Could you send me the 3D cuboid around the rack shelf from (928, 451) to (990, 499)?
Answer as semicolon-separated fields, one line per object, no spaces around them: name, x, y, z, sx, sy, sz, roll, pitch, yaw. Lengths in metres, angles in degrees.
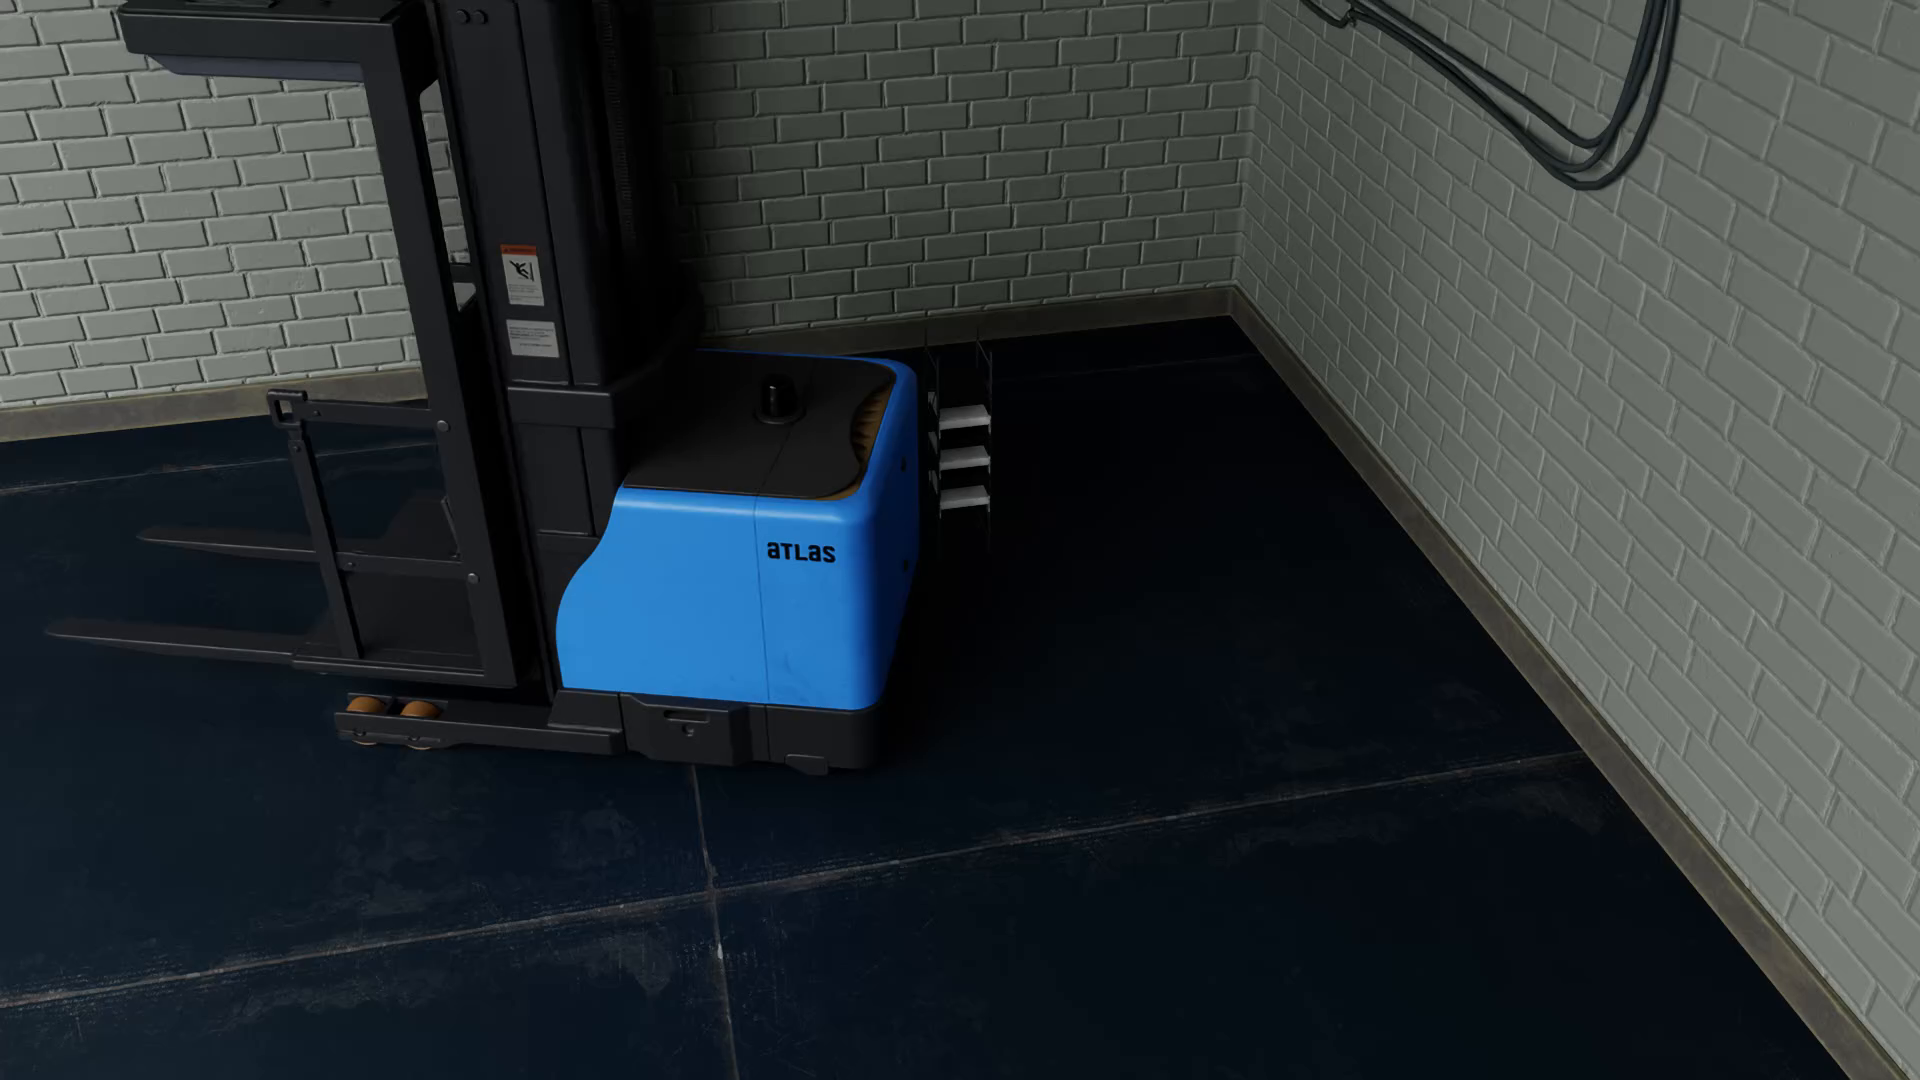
rack shelf;-0.008;-0.270;6.566;0.200;0.077;0.258;-7;35;-11

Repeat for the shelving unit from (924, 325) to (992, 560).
shelving unit;-0.008;-0.373;6.498;0.210;0.900;0.258;-7;35;-11

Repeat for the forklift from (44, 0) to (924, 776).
forklift;-1.691;-0.788;5.293;3.031;2.935;1.130;4;34;6

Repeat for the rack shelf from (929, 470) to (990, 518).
rack shelf;-0.008;-0.196;6.617;0.200;0.077;0.258;-7;35;-11

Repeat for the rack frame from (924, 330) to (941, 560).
rack frame;-0.107;-0.360;6.479;0.006;0.900;0.240;-7;35;-11

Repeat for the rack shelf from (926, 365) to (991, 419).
rack shelf;-0.008;-0.569;6.366;0.200;0.077;0.258;-7;35;-11

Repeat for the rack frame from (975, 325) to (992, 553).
rack frame;0.091;-0.385;6.516;0.006;0.900;0.240;-7;35;-11

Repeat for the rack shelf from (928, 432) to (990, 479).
rack shelf;-0.008;-0.345;6.516;0.200;0.077;0.258;-7;35;-11

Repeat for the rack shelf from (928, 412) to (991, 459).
rack shelf;-0.008;-0.420;6.466;0.200;0.077;0.258;-7;35;-11

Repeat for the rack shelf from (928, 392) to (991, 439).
rack shelf;-0.008;-0.494;6.416;0.200;0.077;0.258;-7;35;-11

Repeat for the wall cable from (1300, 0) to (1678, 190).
wall cable;1.666;-2.807;5.643;0.112;2.526;3.097;-7;35;-11
